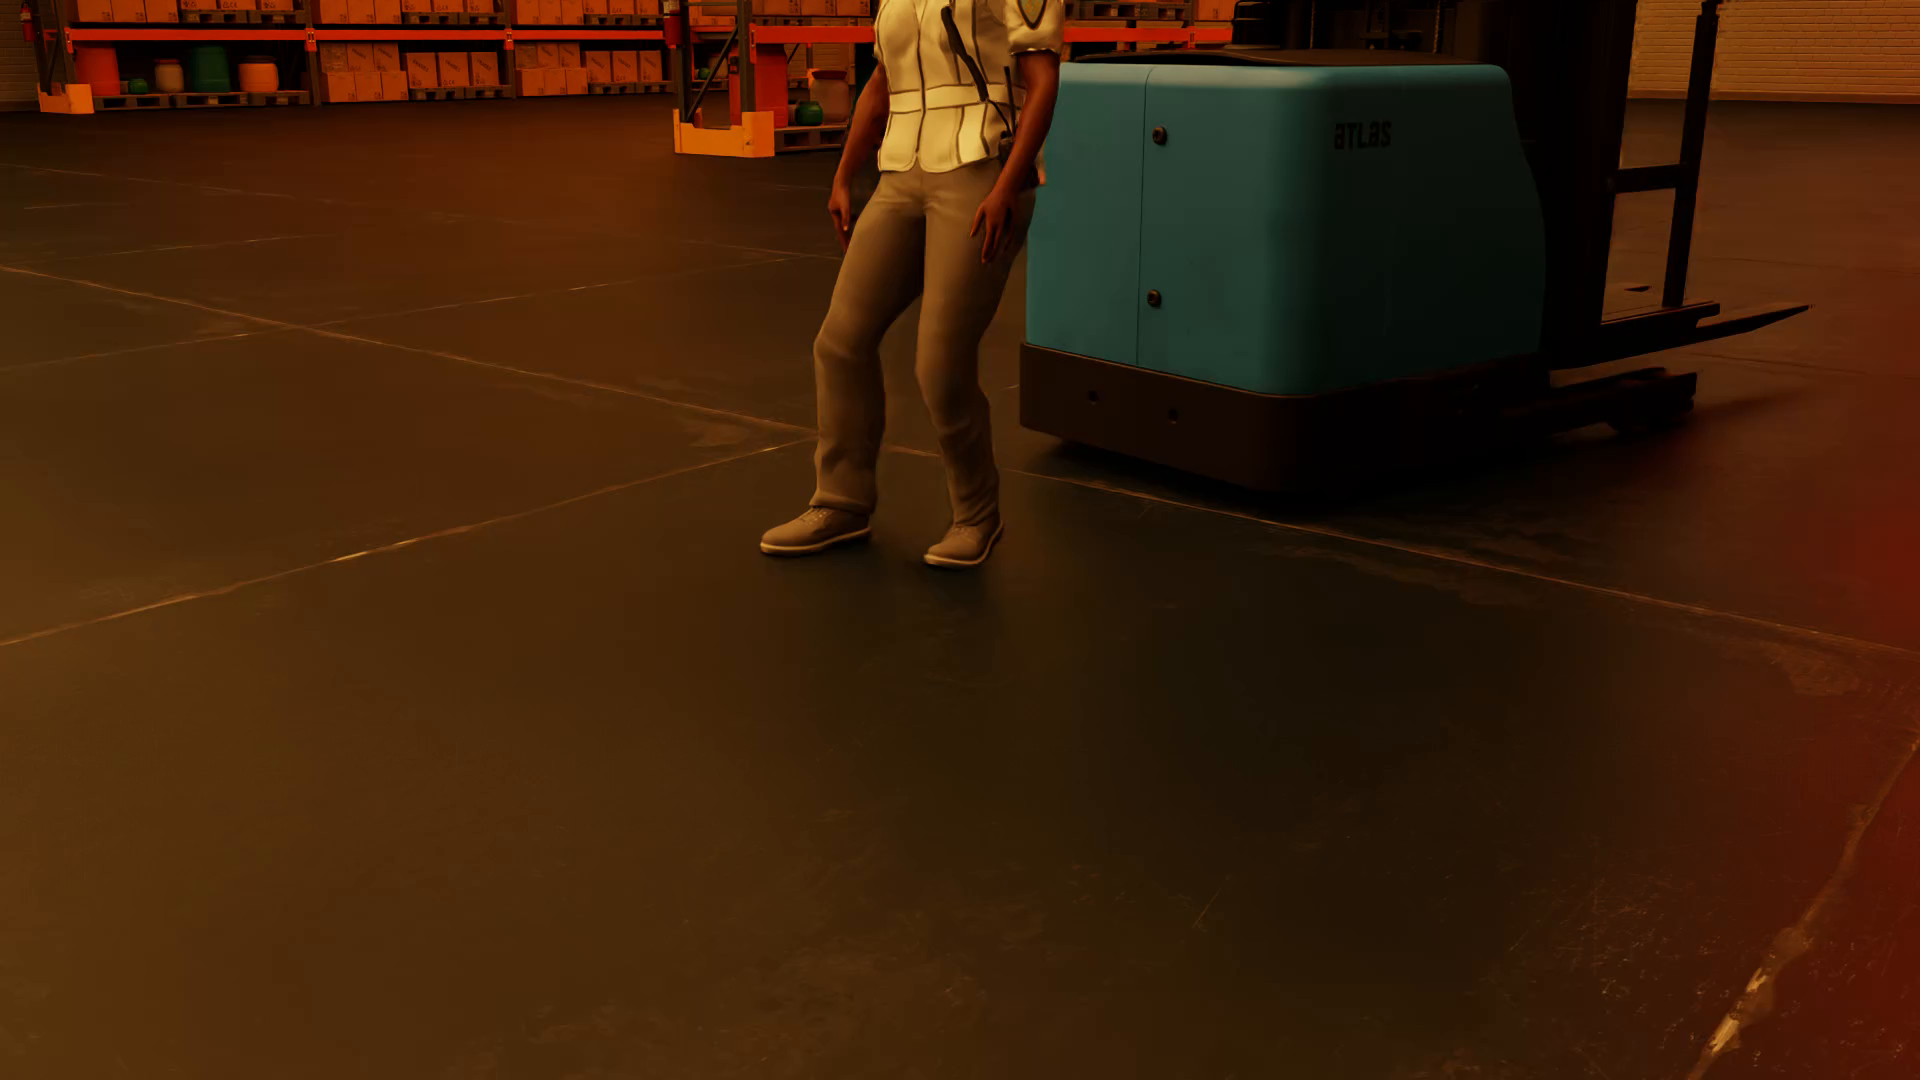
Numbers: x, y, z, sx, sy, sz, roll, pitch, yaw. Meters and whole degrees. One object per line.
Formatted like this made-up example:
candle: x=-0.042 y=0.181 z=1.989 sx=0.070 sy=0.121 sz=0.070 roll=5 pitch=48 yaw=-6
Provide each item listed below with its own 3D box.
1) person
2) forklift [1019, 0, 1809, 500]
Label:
person: x=-0.091 y=-0.754 z=3.605 sx=0.597 sy=1.671 sz=0.543 roll=16 pitch=23 yaw=42
forklift: x=1.640 y=-1.829 z=4.921 sx=3.031 sy=2.935 sz=1.130 roll=-13 pitch=21 yaw=-37
